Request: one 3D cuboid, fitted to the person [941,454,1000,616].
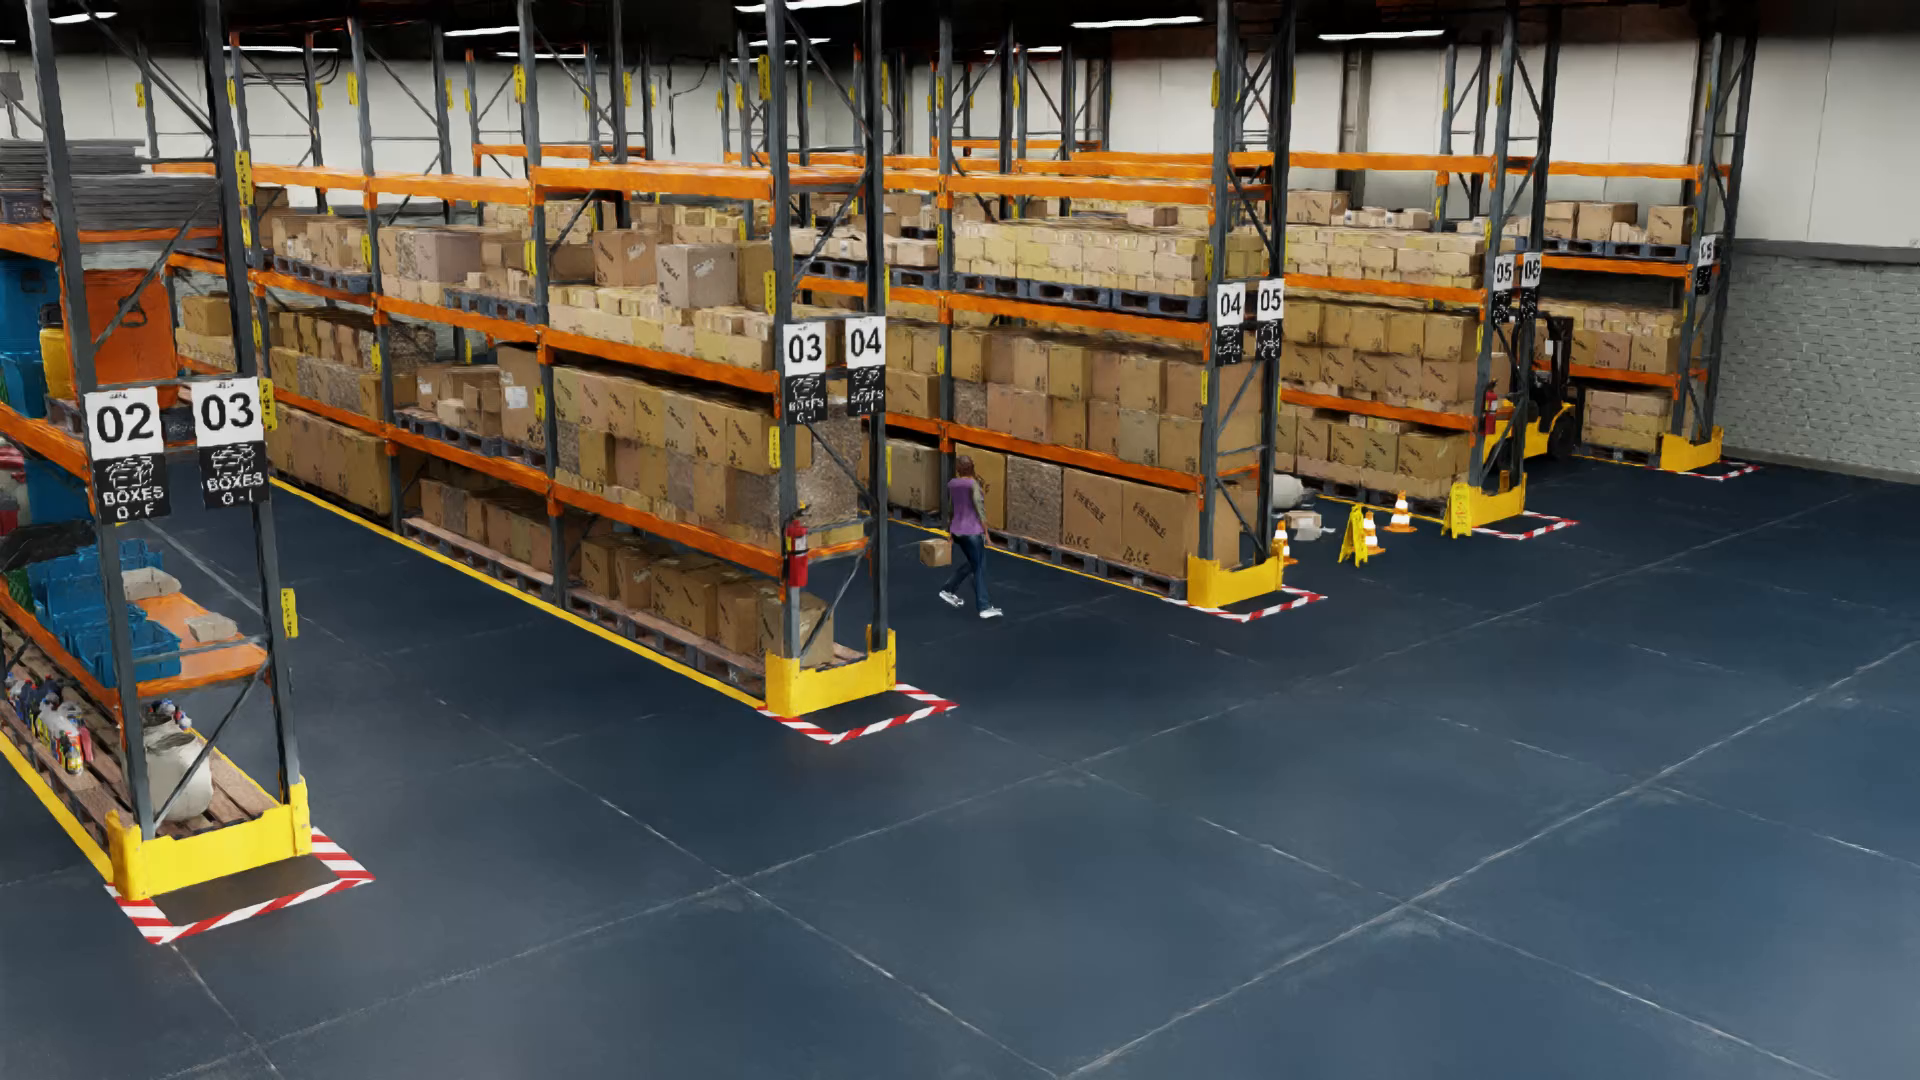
[{"bbox_3d":[0.103,-0.040,16.250,0.436,1.559,0.534,-12,19,-39],"label":"person"}]
